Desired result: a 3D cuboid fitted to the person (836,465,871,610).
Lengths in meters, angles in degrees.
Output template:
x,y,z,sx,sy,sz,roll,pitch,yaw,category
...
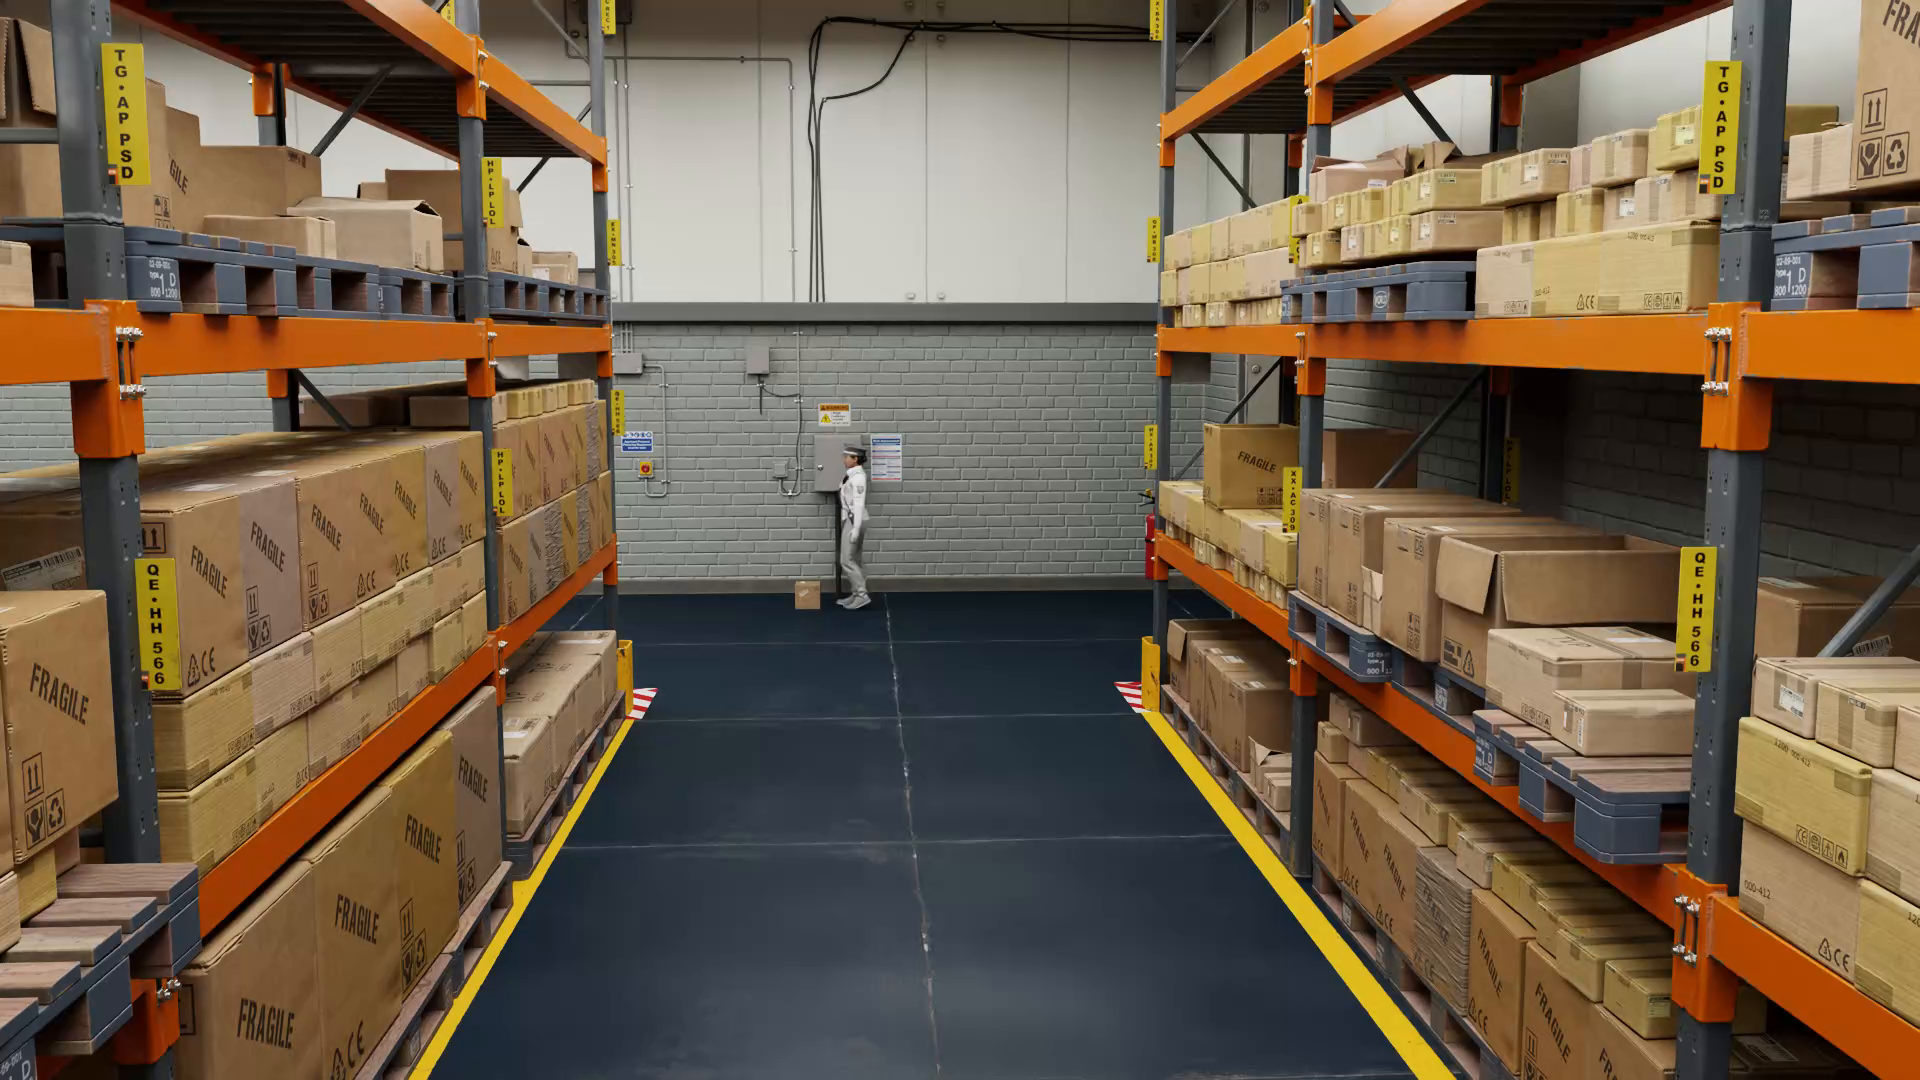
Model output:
x,y,z,sx,sy,sz,roll,pitch,yaw,category
-1.089,-0.027,16.918,0.352,1.469,0.505,-1,7,-4,person
